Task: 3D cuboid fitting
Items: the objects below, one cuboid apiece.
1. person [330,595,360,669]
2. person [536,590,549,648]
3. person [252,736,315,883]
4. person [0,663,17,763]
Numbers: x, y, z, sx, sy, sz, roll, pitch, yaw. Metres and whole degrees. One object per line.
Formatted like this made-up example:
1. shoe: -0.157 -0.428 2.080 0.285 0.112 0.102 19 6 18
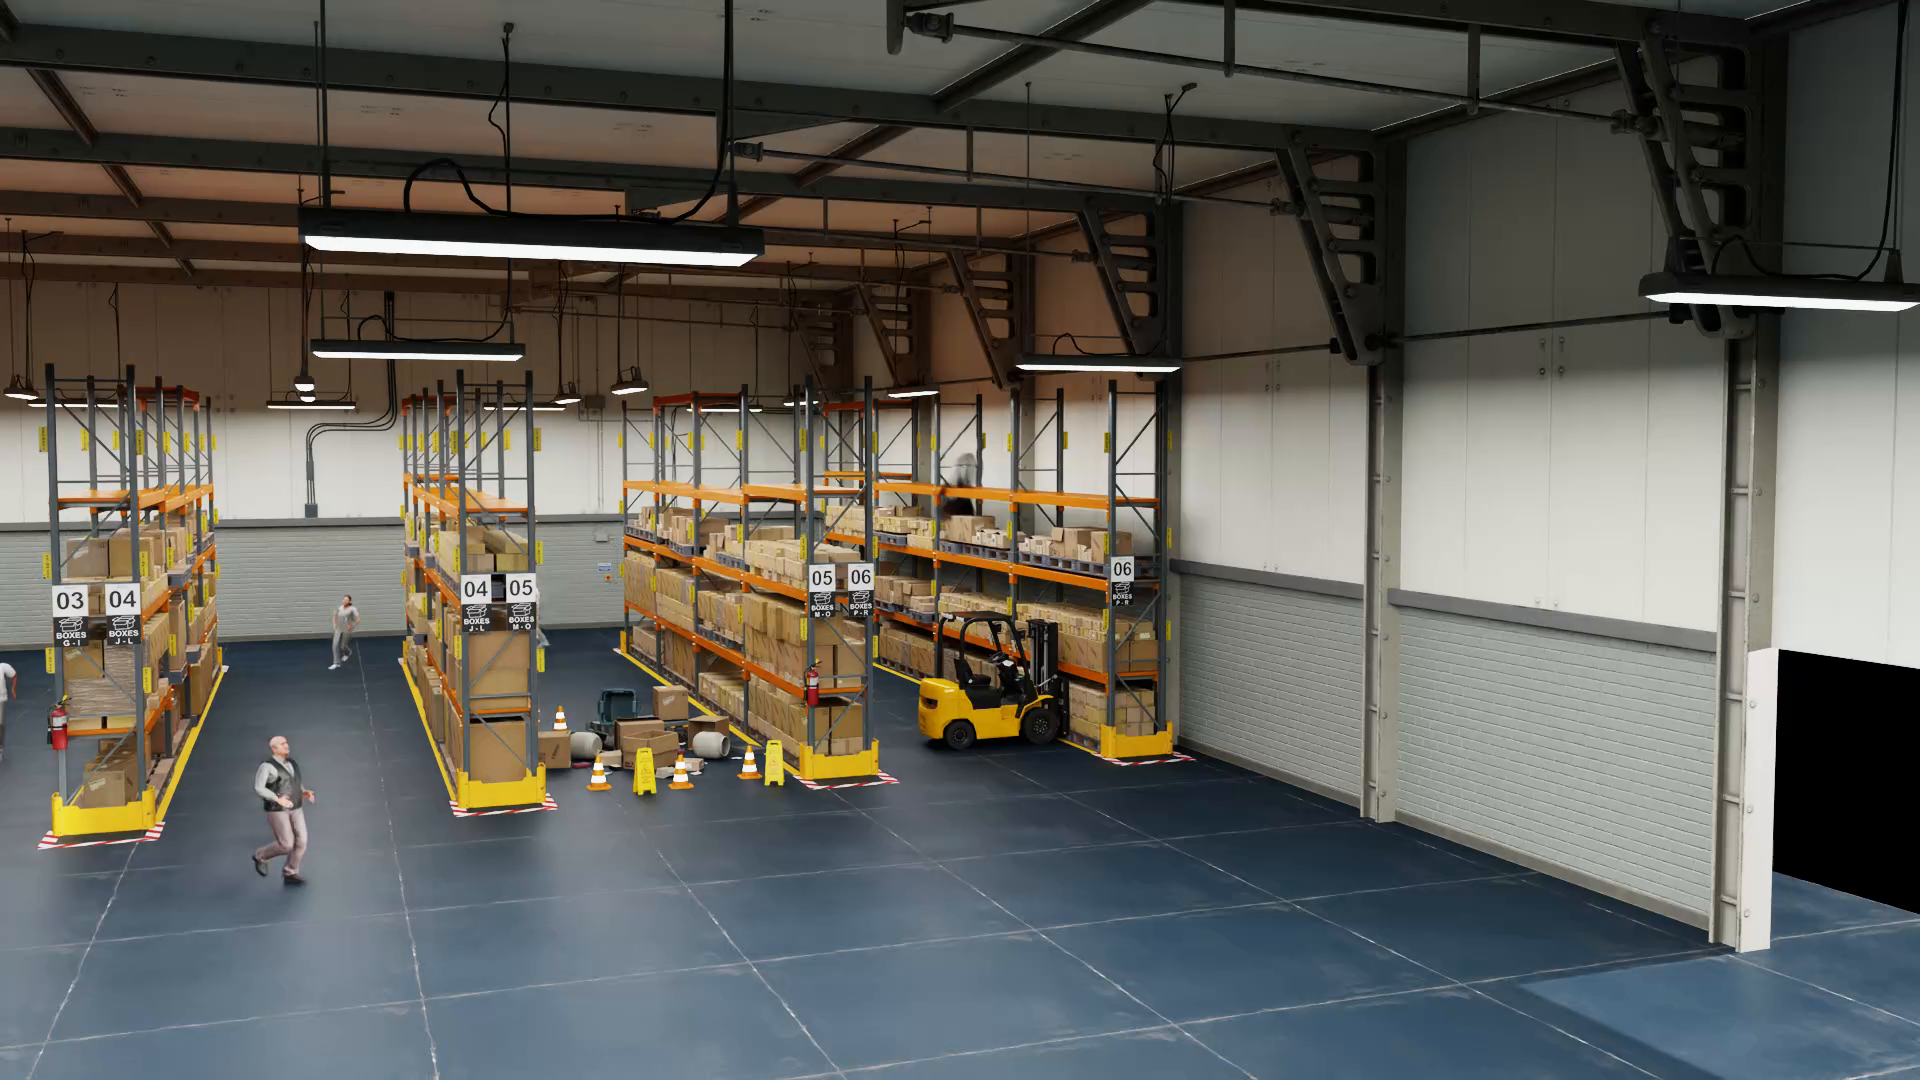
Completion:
1. person: -13.716 2.153 37.191 0.626 1.389 0.738 0 3 4
2. person: -10.394 1.771 40.098 0.932 1.766 0.725 -1 3 -13
3. person: -7.712 3.059 18.899 0.620 1.674 0.661 1 4 20
4. person: -15.267 2.584 26.214 0.674 1.828 0.782 -1 4 -22
